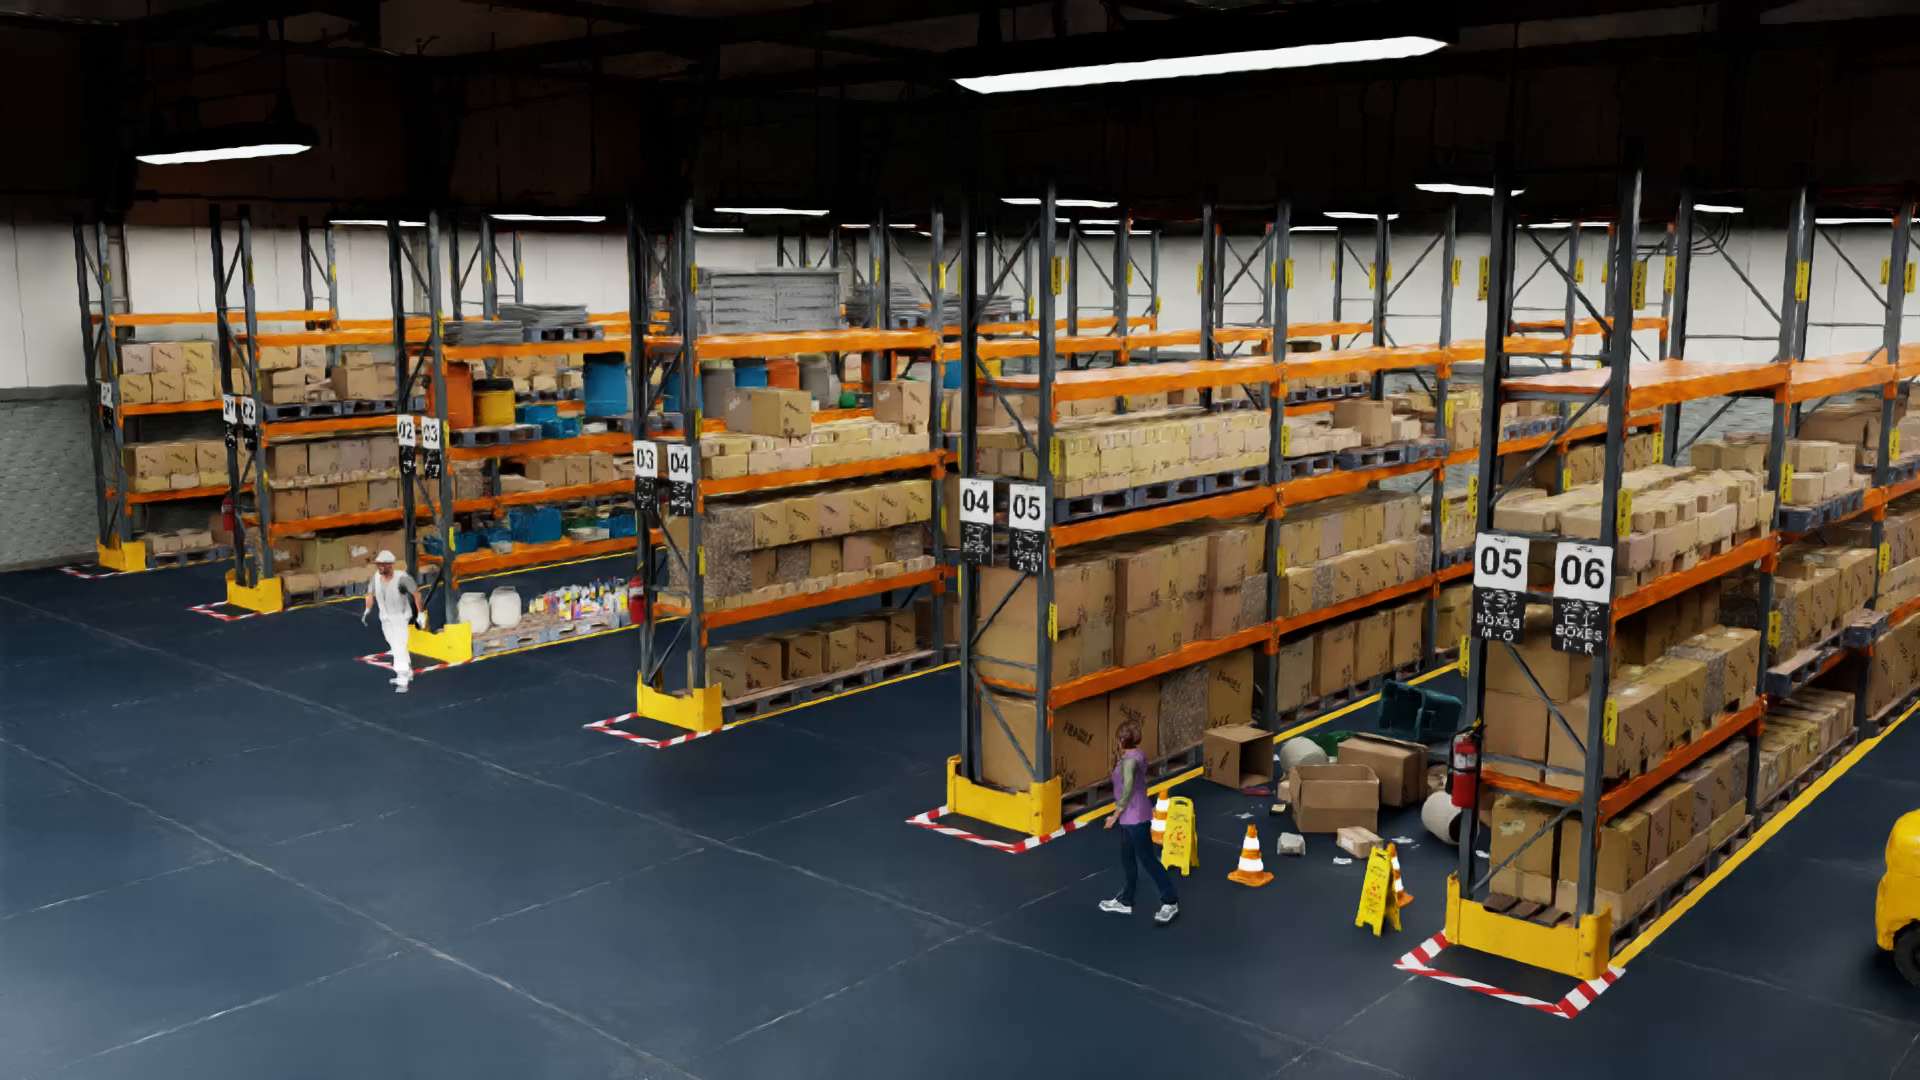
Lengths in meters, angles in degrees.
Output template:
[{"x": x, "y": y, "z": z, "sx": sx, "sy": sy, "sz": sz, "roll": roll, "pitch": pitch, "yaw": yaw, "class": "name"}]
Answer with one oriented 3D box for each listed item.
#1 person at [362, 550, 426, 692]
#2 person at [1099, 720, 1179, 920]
[{"x": -6.880, "y": 0.960, "z": 20.260, "sx": 0.675, "sy": 1.727, "sz": 0.774, "roll": 3, "pitch": 10, "yaw": 20, "class": "person"}, {"x": 1.429, "y": 2.219, "z": 13.203, "sx": 0.640, "sy": 1.588, "sz": 0.442, "roll": 2, "pitch": 10, "yaw": 10, "class": "person"}]
